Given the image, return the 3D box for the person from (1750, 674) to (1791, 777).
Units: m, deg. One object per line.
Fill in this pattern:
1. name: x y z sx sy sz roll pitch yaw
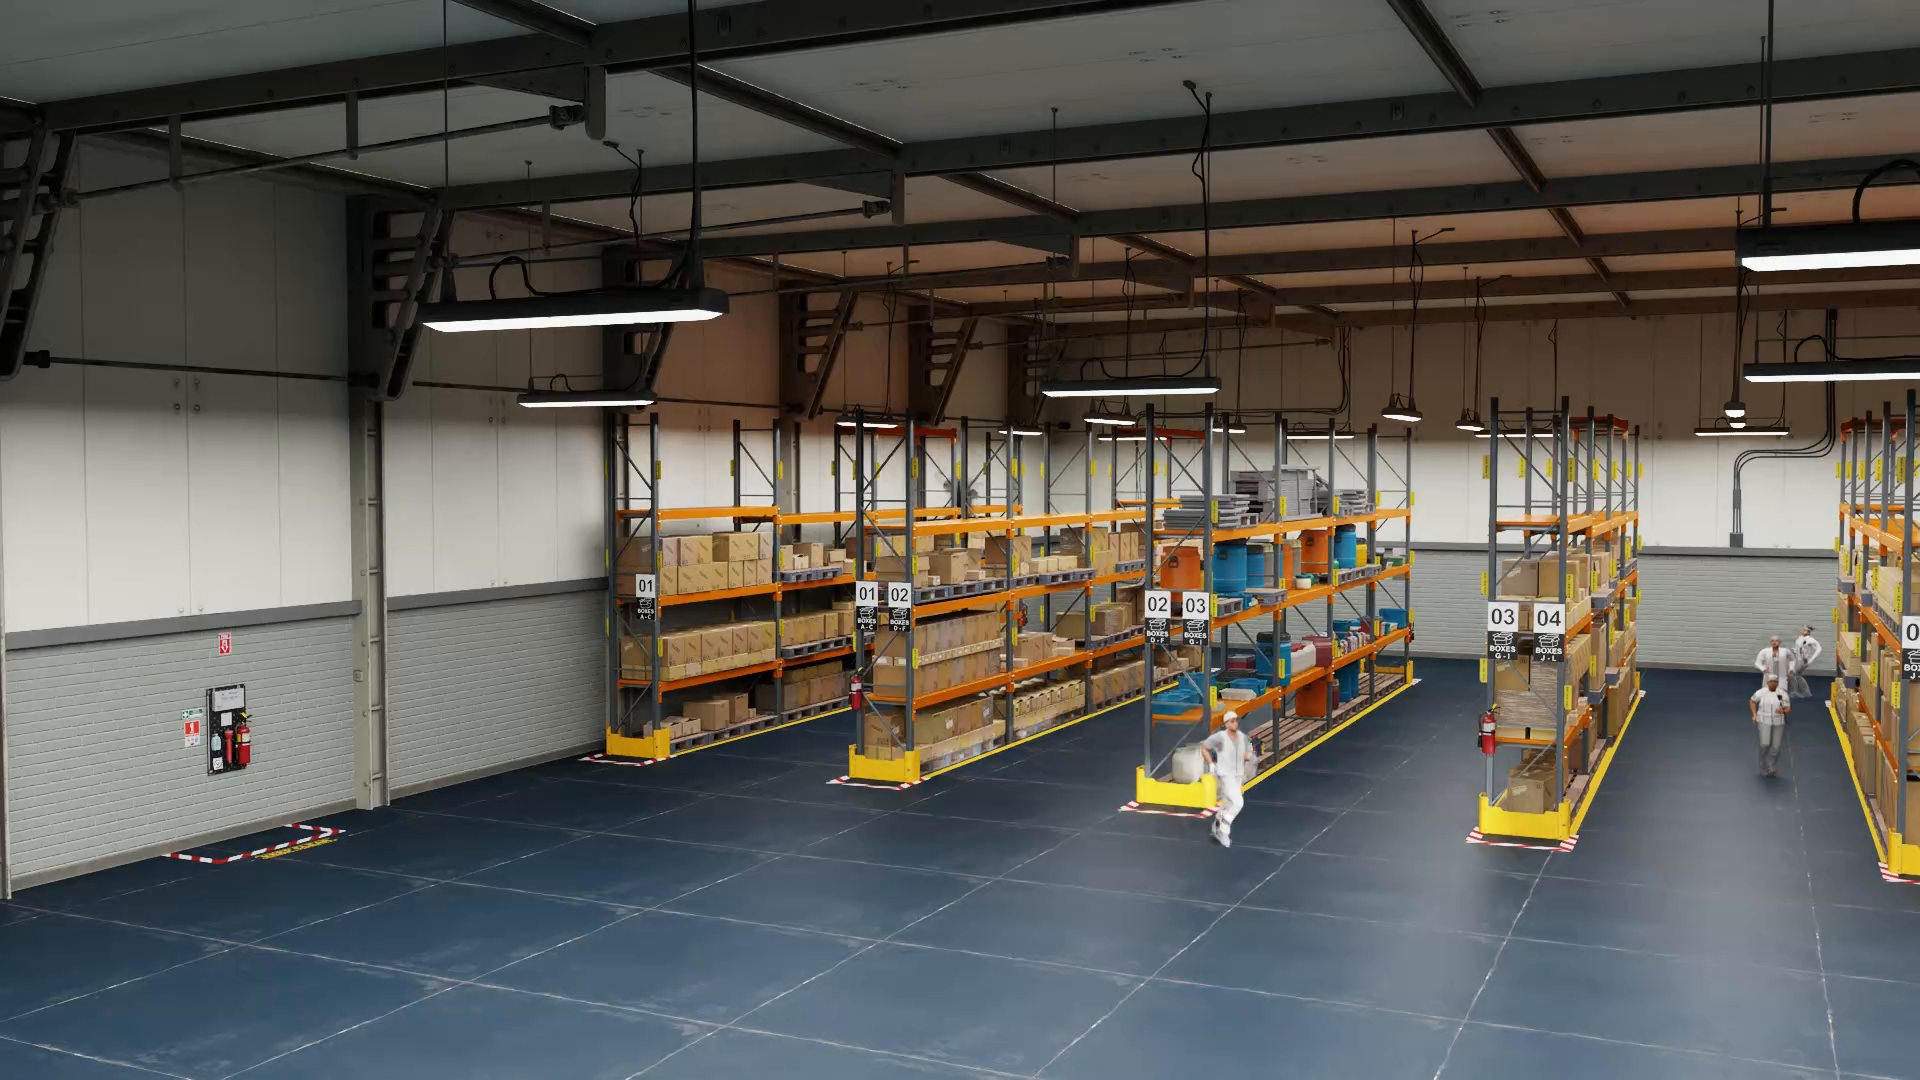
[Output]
1. person: 13.263 3.033 27.199 0.577 1.679 0.682 1 3 18

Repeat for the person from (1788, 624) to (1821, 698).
1. person: 18.425 2.670 36.364 0.596 1.690 0.617 0 2 8

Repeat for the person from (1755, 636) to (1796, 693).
1. person: 15.953 2.756 32.535 0.718 1.783 0.990 1 3 26

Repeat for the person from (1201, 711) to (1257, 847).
1. person: 3.641 3.187 22.222 0.620 1.806 0.709 -2 3 -34
